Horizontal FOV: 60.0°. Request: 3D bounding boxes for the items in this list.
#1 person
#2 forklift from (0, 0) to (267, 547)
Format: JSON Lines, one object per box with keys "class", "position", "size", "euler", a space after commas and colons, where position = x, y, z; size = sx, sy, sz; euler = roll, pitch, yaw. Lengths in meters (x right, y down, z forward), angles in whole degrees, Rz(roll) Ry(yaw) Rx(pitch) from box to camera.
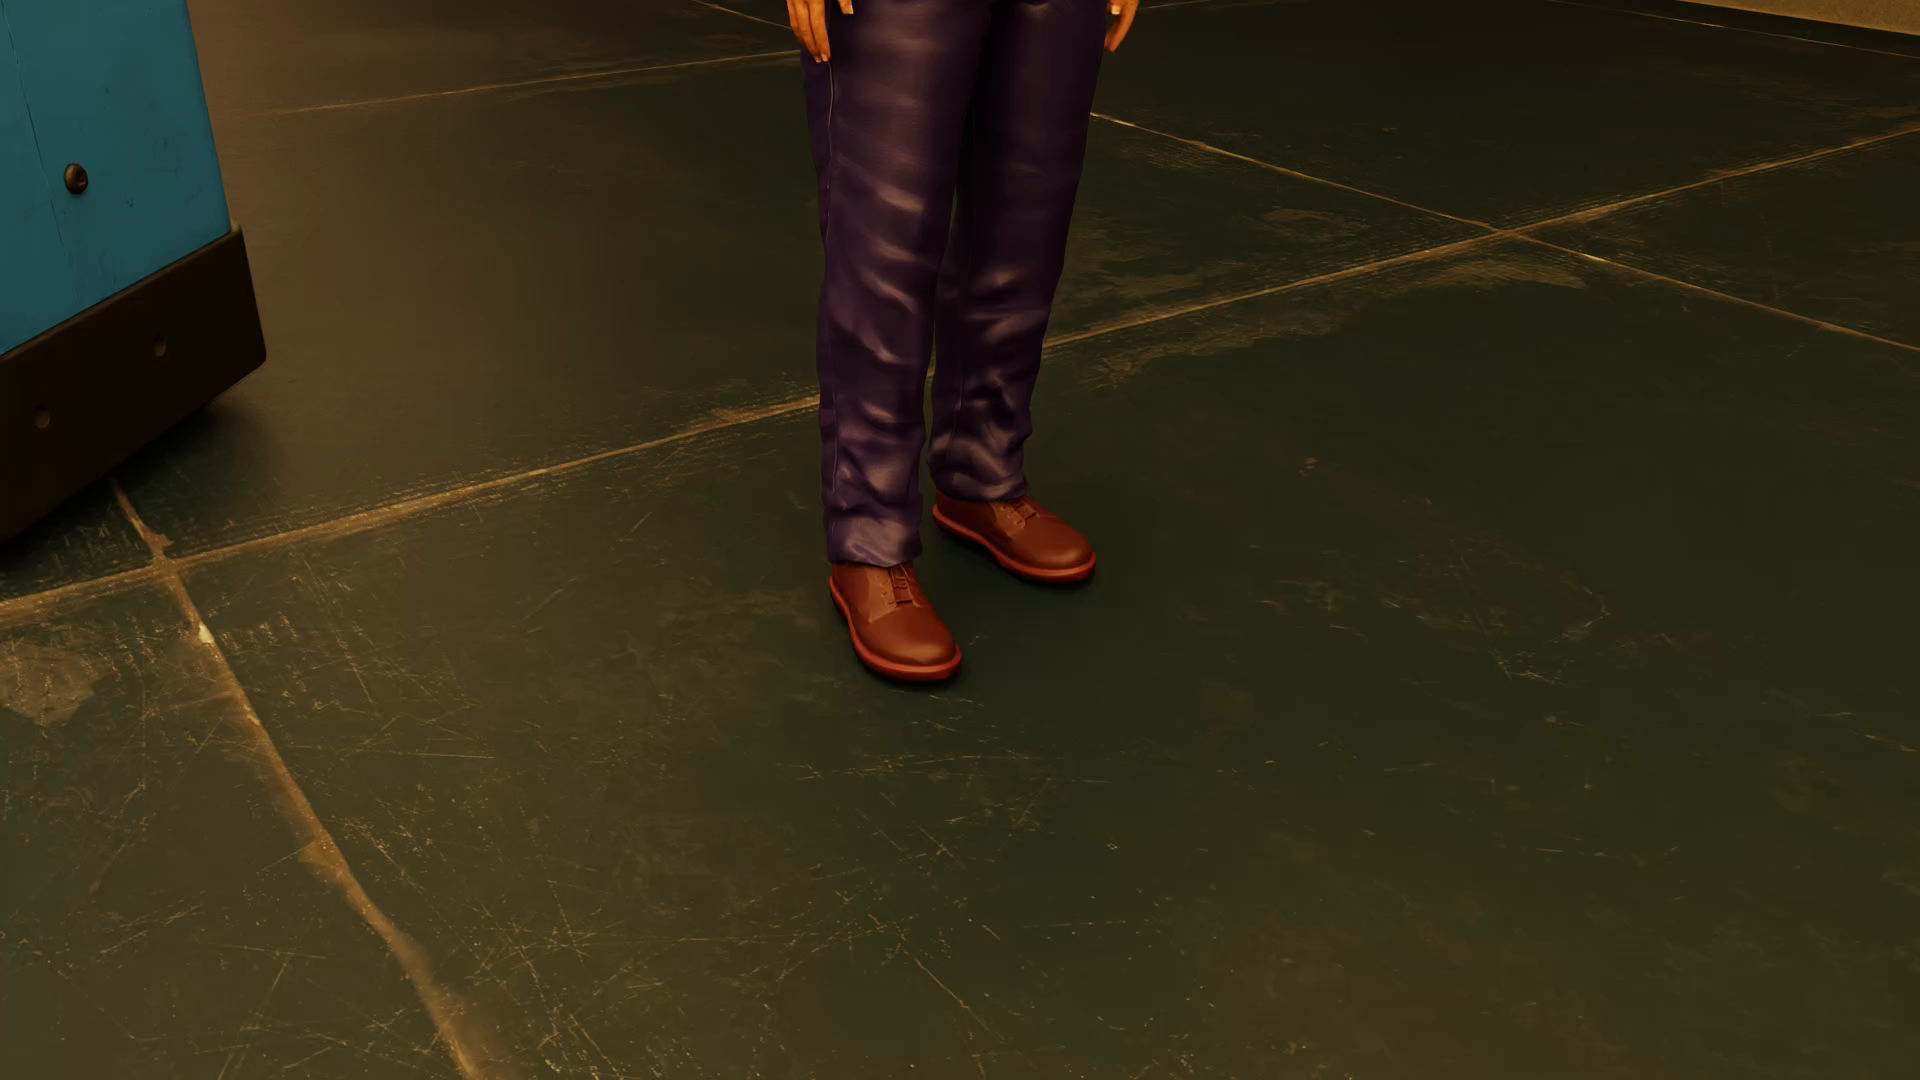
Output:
{"class": "person", "position": [0.033, -0.705, 2.050], "size": [0.599, 1.650, 0.503], "euler": [-17, 31, -31]}
{"class": "forklift", "position": [-2.800, -1.457, 2.135], "size": [3.031, 2.935, 1.130], "euler": [3, 27, 7]}
